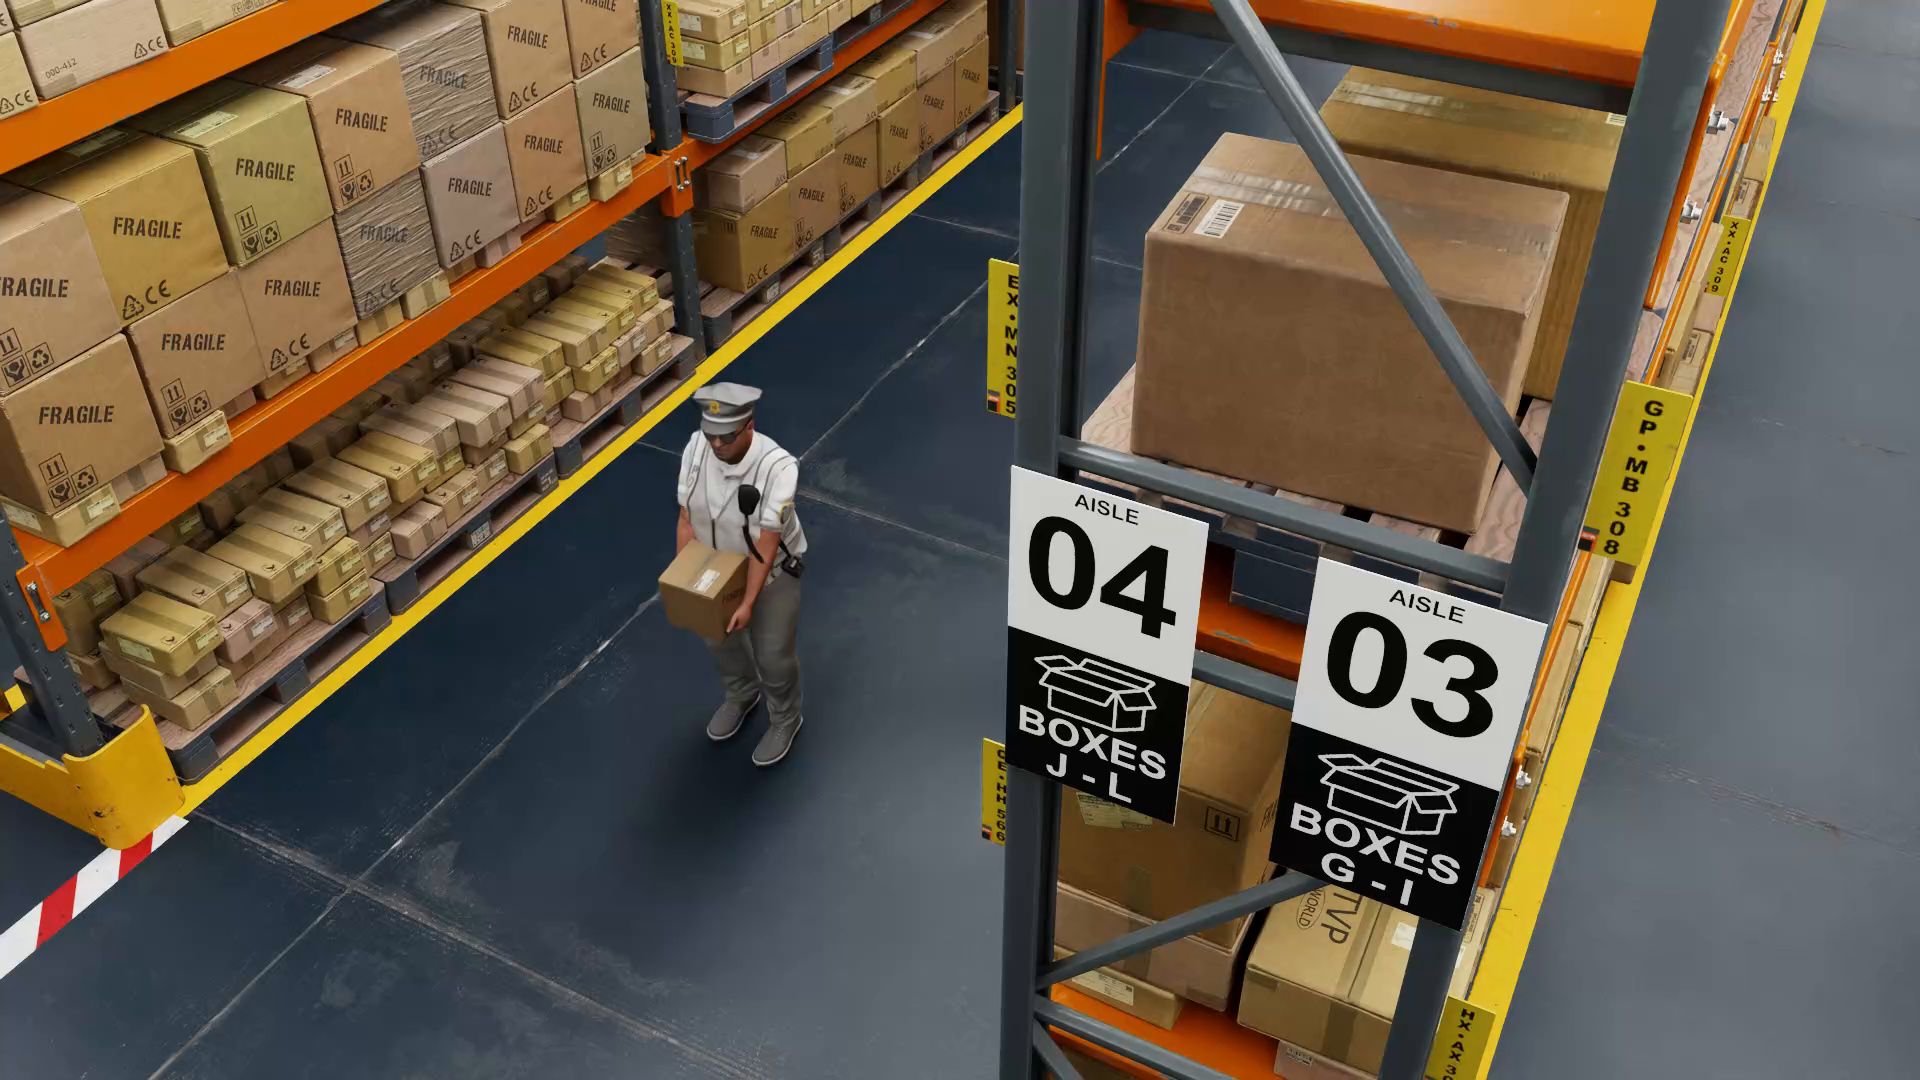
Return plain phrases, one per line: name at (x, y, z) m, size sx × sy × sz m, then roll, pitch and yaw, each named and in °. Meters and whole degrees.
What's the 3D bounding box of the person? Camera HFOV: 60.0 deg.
person at (-0.859, 0.143, 6.561) m, size 0.489 × 1.759 × 0.581 m, roll 17°, pitch 41°, yaw 21°
